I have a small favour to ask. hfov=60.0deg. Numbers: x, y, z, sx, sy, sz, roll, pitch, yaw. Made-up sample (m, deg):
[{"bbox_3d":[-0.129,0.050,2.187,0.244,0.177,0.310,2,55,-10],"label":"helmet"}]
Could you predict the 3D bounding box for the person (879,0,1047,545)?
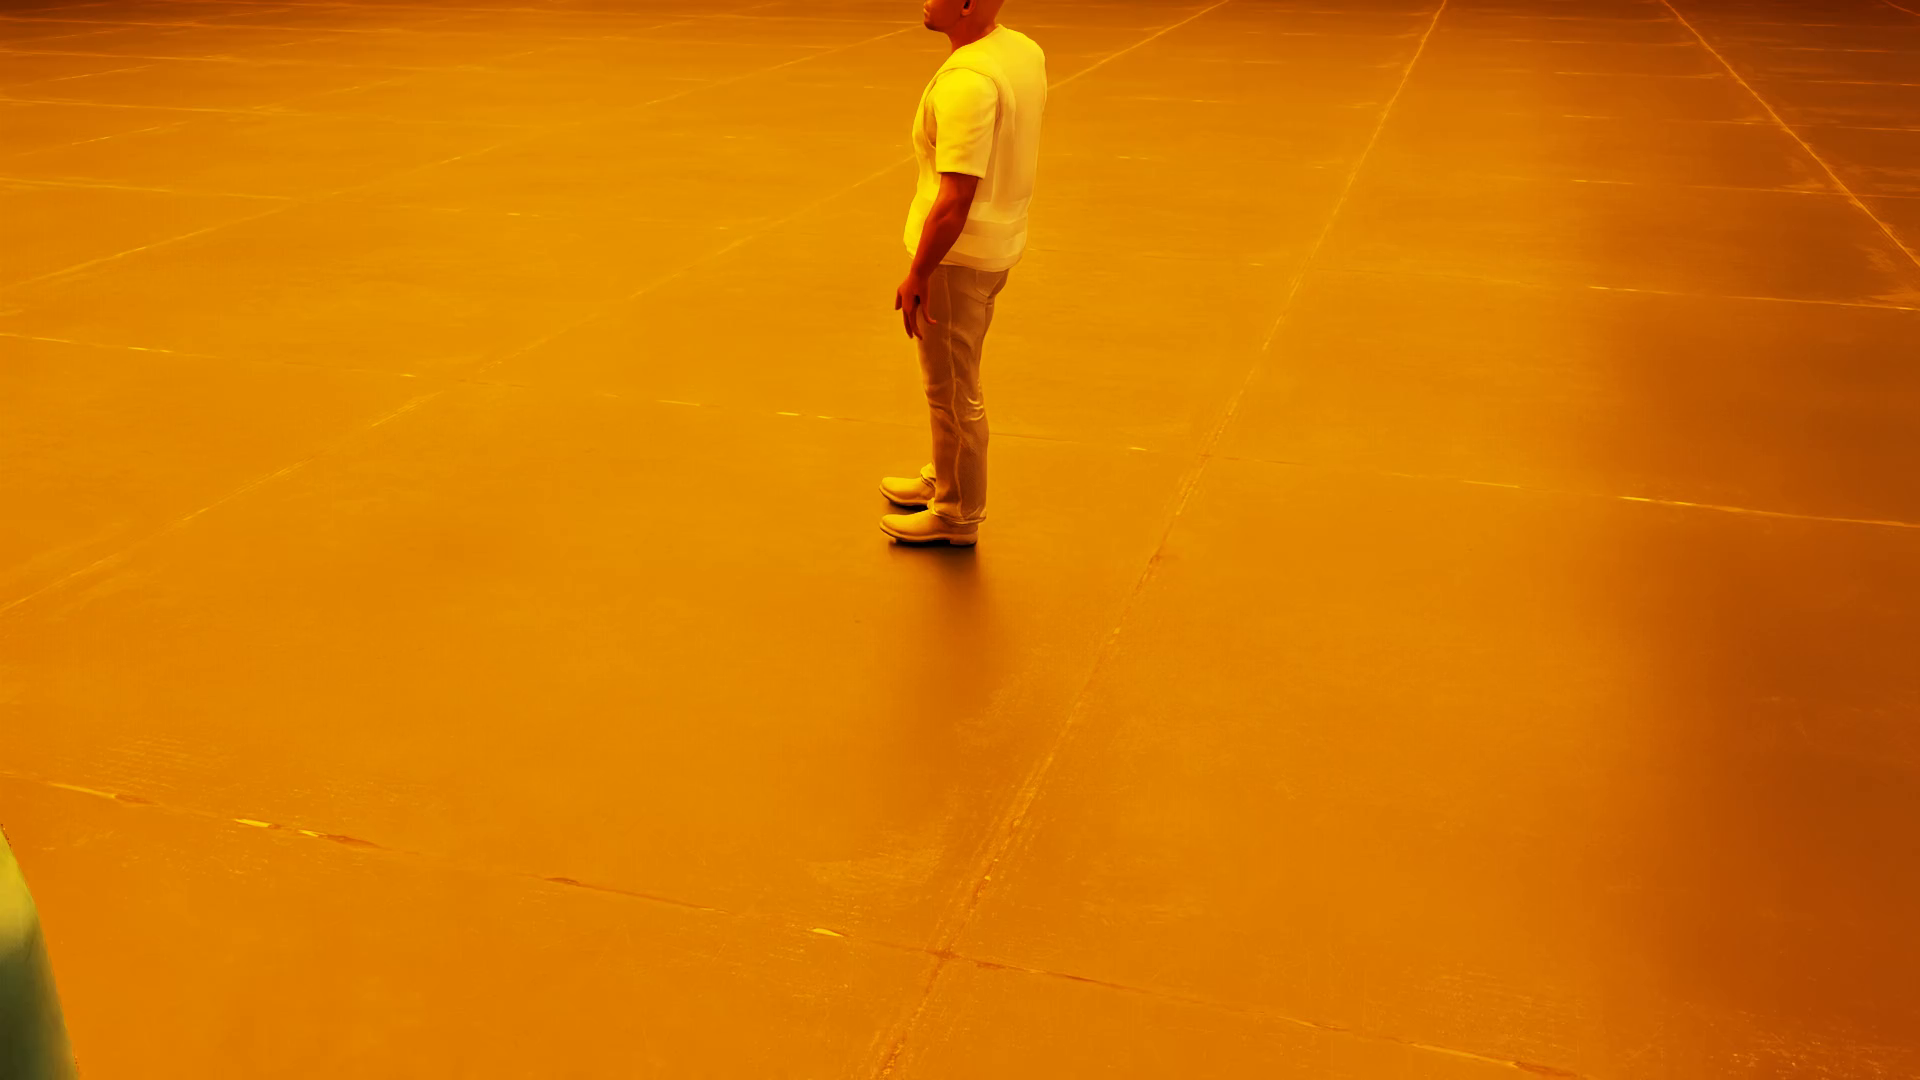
[{"bbox_3d":[-0.064,-0.833,4.806,0.577,1.765,0.665,7,23,16],"label":"person"}]
